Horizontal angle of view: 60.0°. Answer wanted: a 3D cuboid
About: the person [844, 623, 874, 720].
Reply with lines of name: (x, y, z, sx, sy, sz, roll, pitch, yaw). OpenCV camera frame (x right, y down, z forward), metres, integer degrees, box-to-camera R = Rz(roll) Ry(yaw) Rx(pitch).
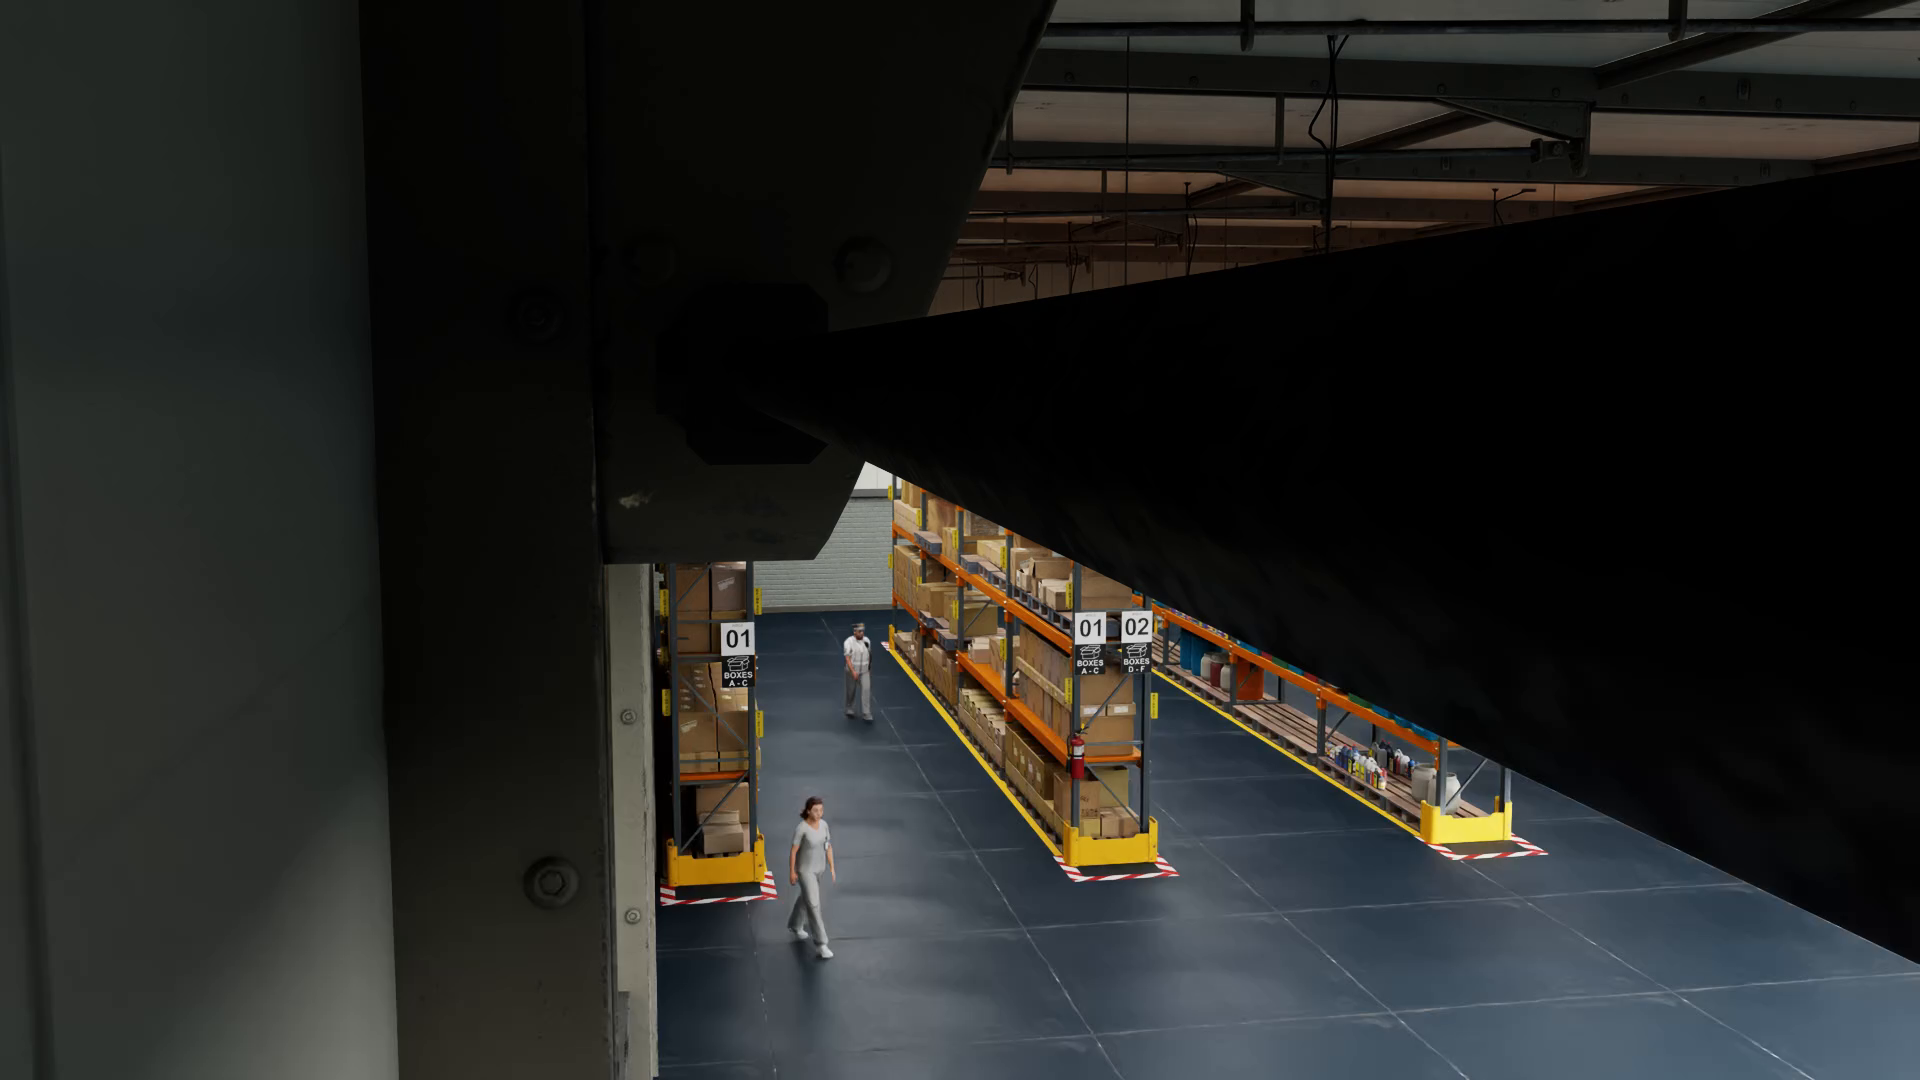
person: (-1.773, 2.300, 29.339, 0.542, 1.690, 1.028, -3, 7, -23)

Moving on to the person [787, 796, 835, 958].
person: (-1.573, 3.565, 17.897, 0.928, 1.621, 0.487, 5, 8, 40)

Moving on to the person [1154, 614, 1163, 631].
person: (4.448, 1.264, 38.762, 0.735, 1.767, 0.585, 3, 7, 23)
